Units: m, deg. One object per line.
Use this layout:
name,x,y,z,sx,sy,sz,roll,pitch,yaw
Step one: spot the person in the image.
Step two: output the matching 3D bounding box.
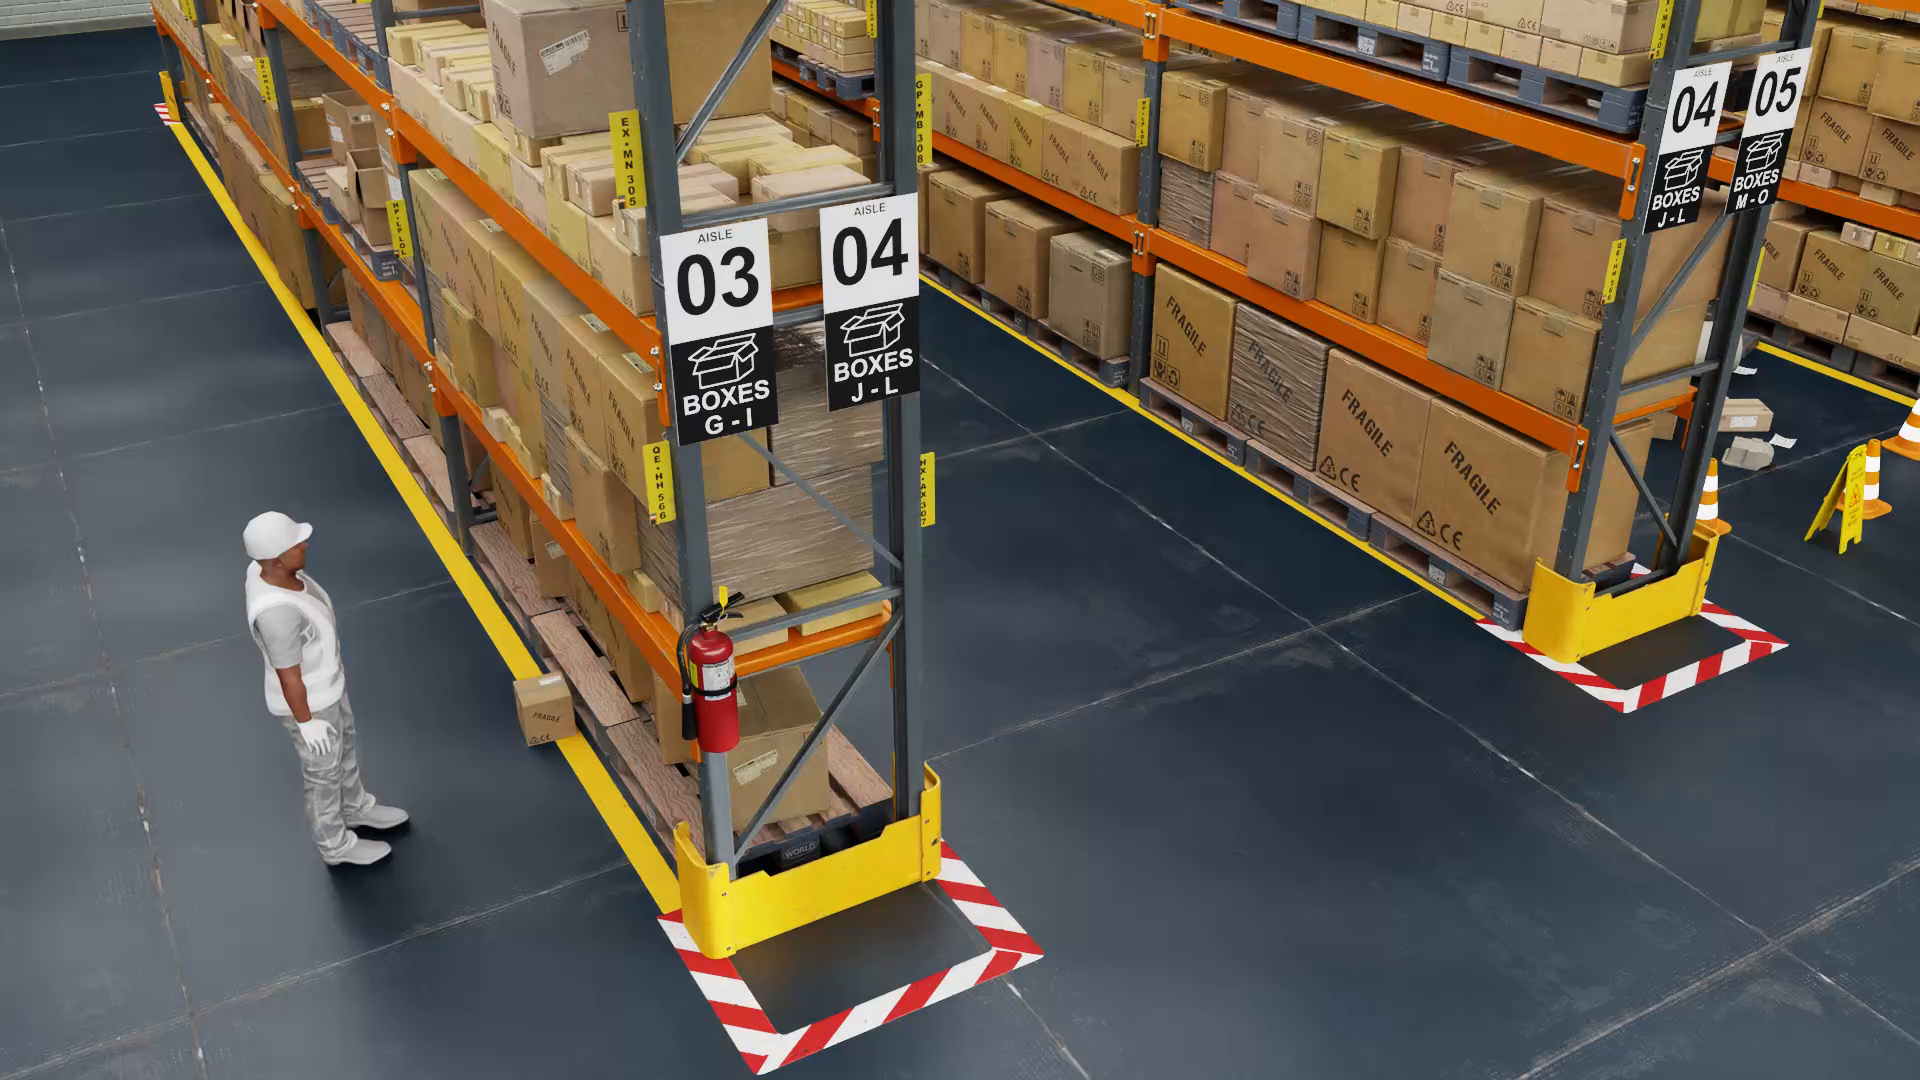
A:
person,-2.798,0.659,7.306,0.470,1.791,0.586,-10,30,-17
